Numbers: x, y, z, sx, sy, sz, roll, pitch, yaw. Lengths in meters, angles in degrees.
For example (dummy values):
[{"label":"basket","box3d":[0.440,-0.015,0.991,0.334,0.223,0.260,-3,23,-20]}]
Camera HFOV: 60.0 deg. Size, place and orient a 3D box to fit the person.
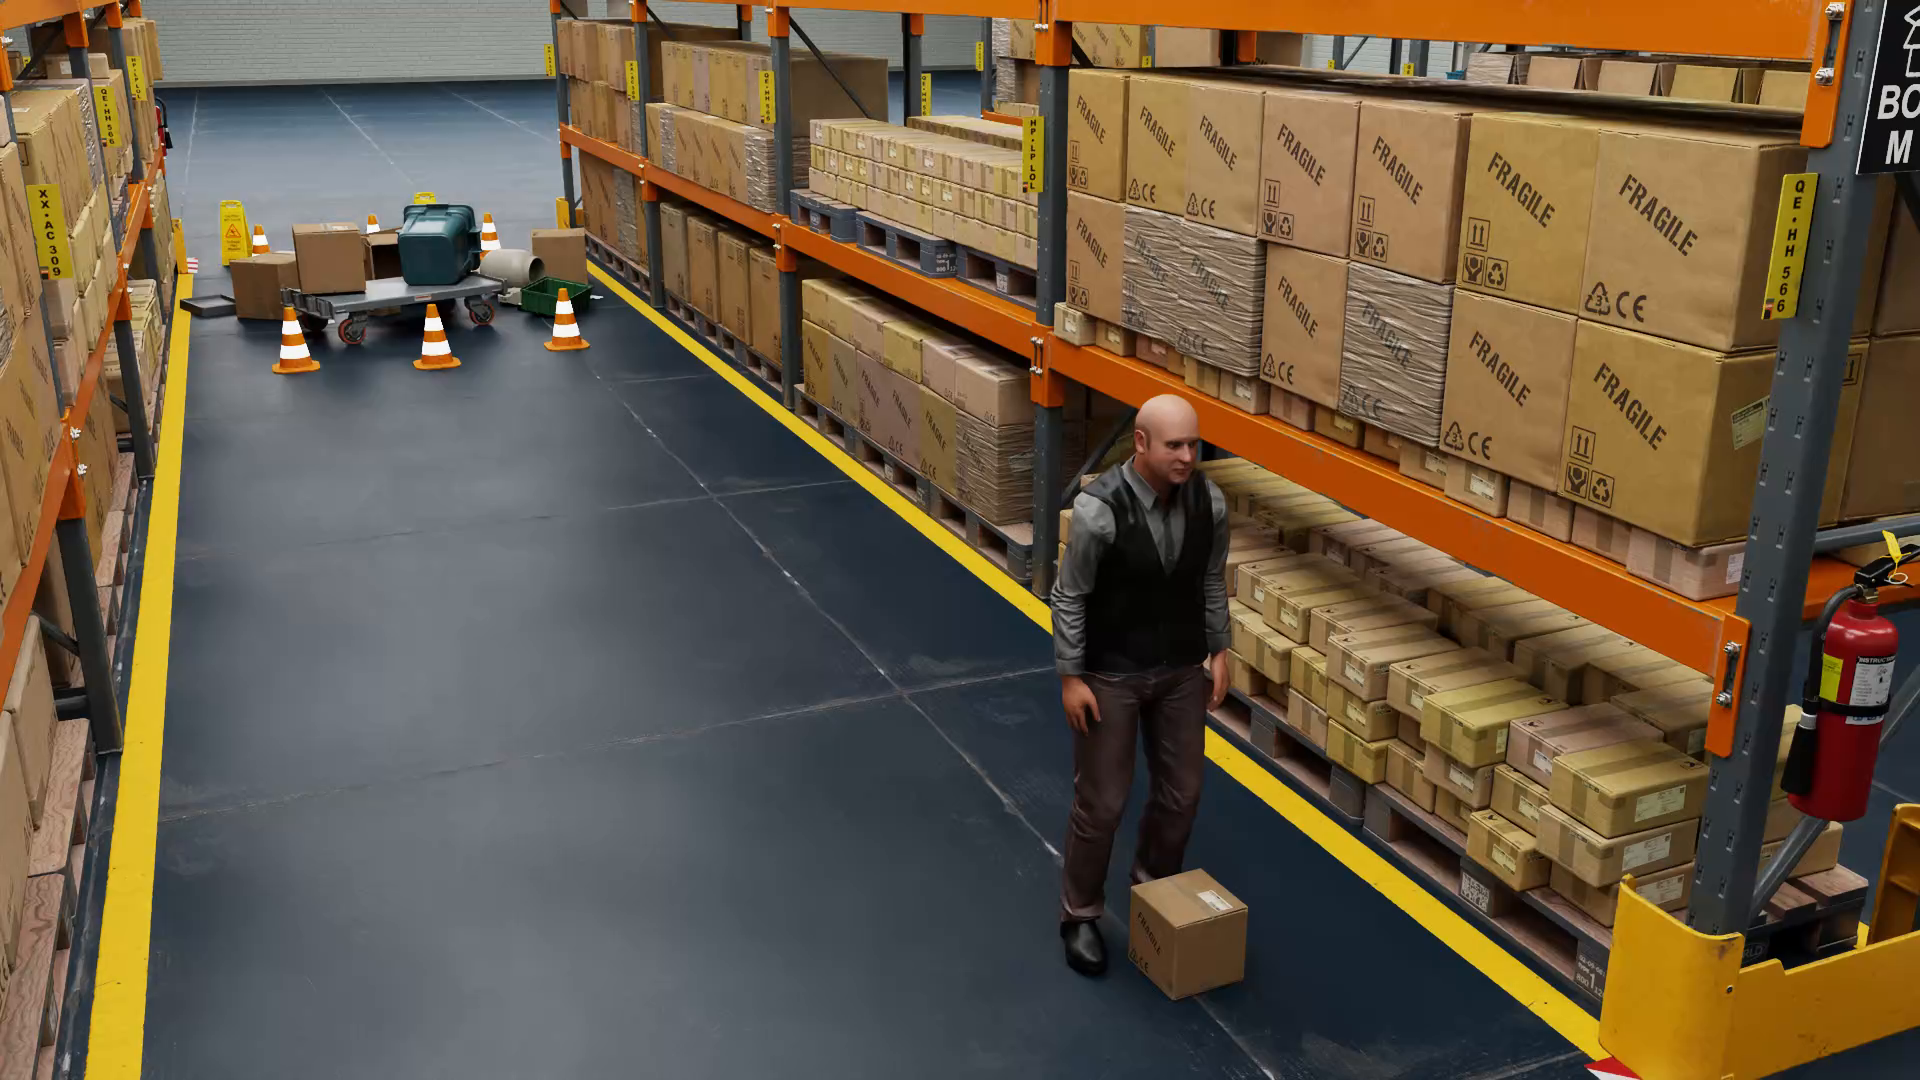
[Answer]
[{"label":"person","box3d":[0.532,0.395,4.933,0.580,1.721,0.419,-8,20,-23]}]
